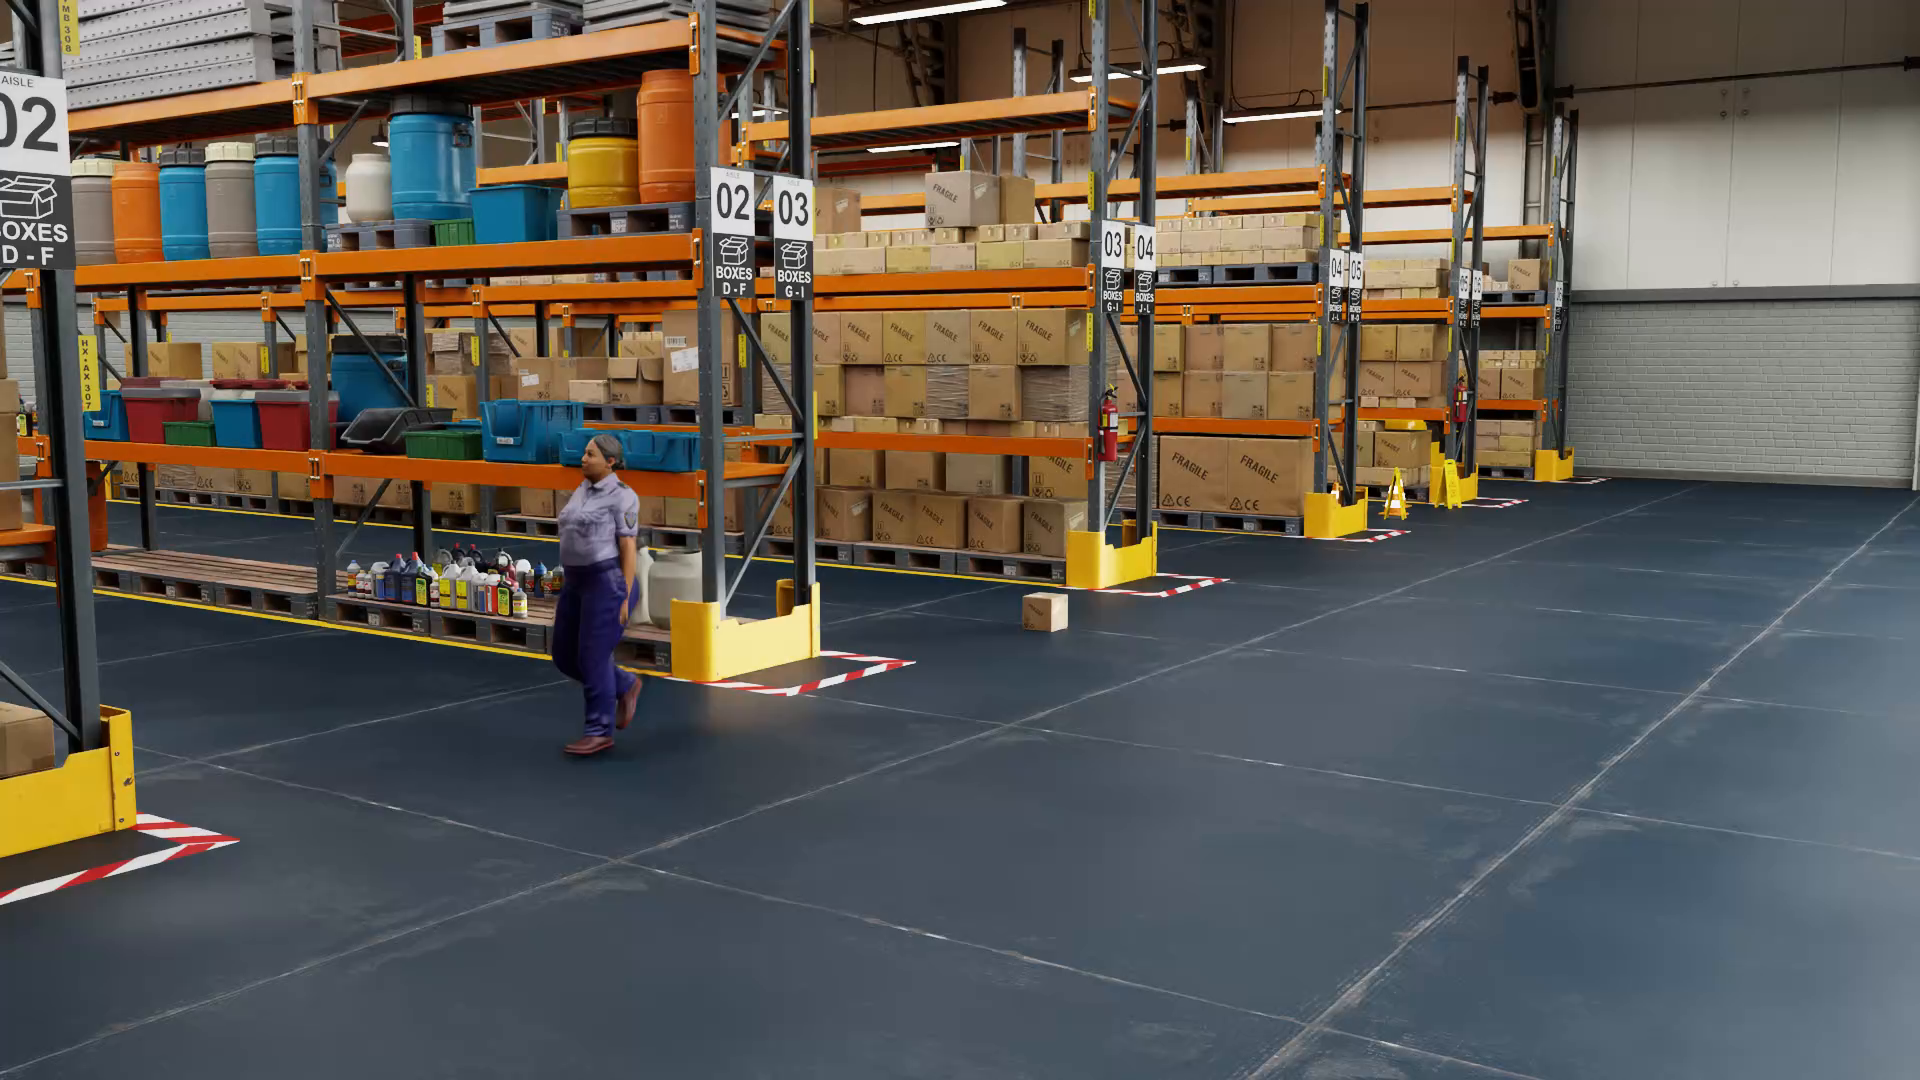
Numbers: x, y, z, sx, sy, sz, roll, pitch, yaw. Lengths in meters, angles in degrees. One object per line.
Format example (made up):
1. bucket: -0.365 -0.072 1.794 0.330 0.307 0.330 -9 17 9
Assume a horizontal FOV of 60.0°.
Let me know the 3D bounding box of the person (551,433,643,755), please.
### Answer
1. person: -1.847 0.260 8.617 0.476 1.625 0.614 6 9 42
